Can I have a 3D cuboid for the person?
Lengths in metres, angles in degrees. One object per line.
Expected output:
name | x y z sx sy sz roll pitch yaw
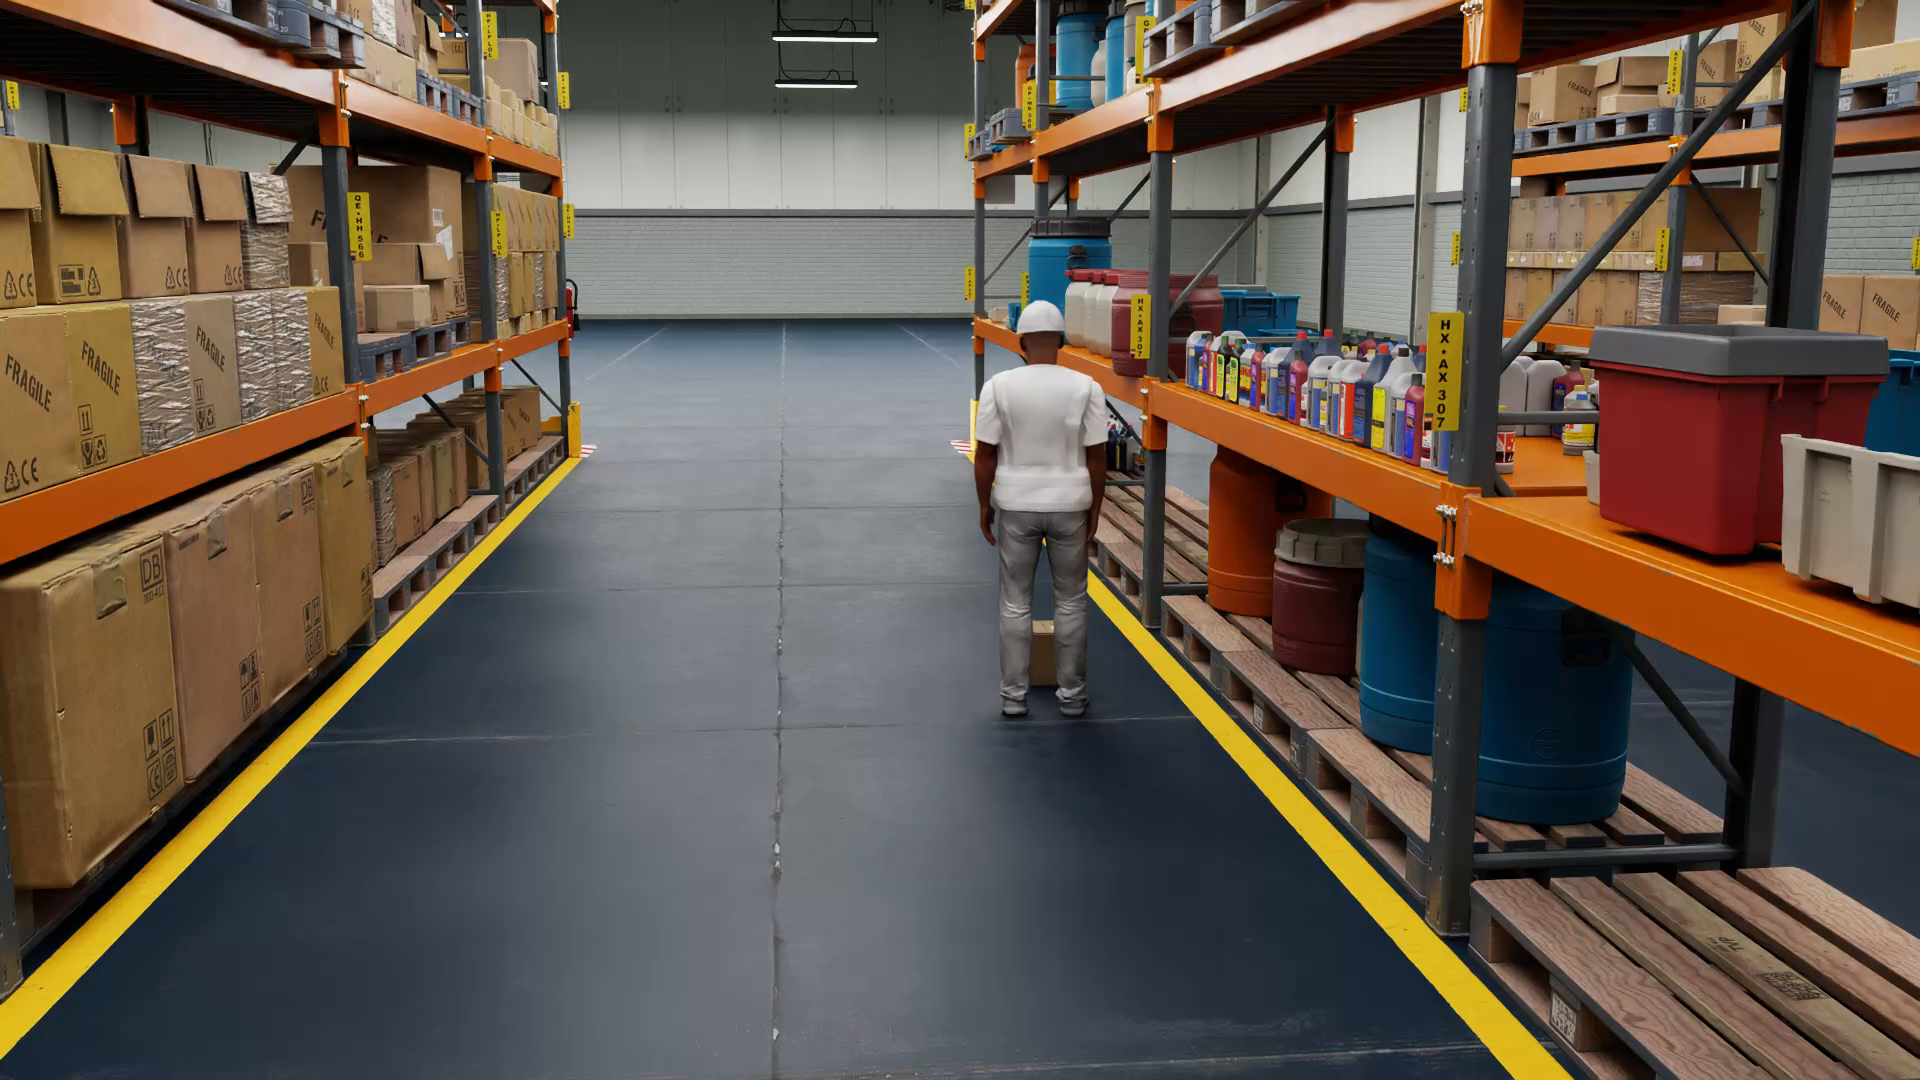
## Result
person | 0.344 -0.126 7.105 0.565 1.778 0.361 1 10 5
